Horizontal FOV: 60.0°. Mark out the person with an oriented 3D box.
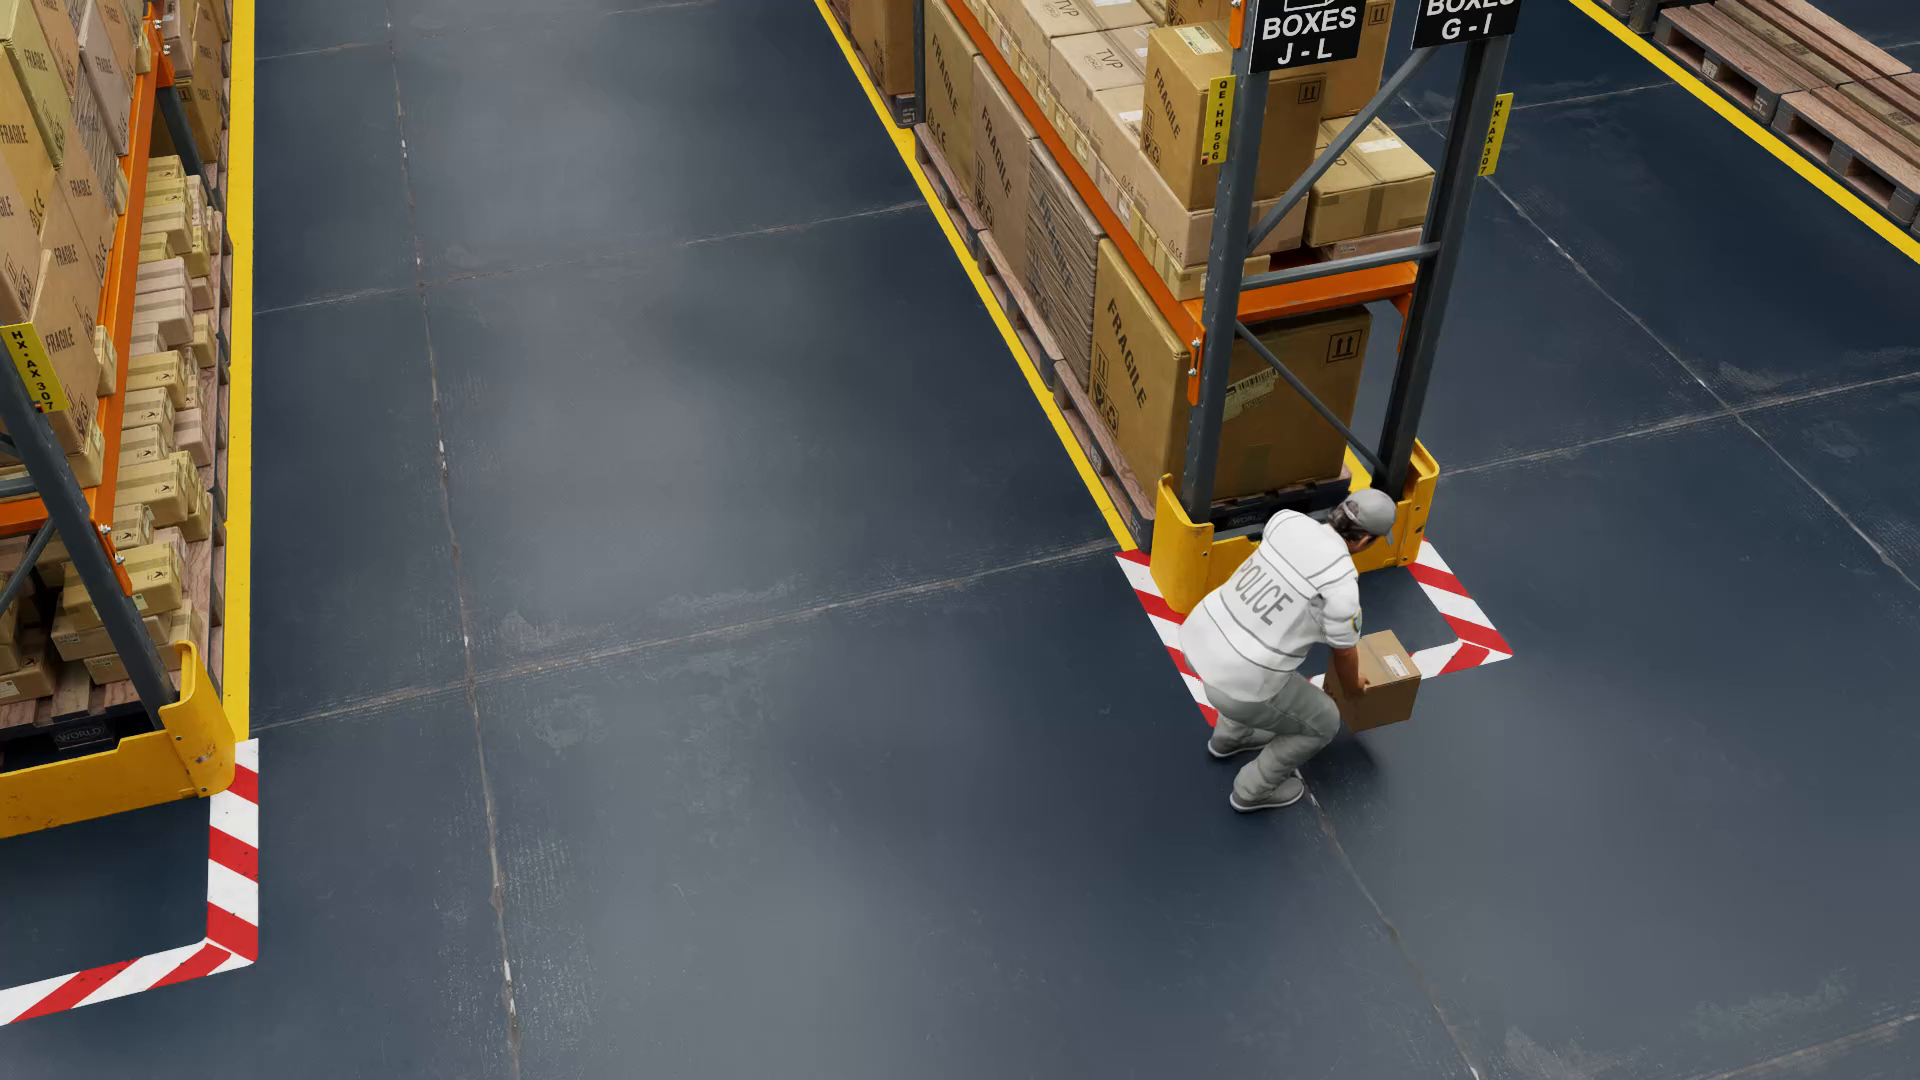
[{"bbox_3d":[1.164,0.393,6.030,0.783,1.268,0.538,-14,44,-14],"label":"person"}]
